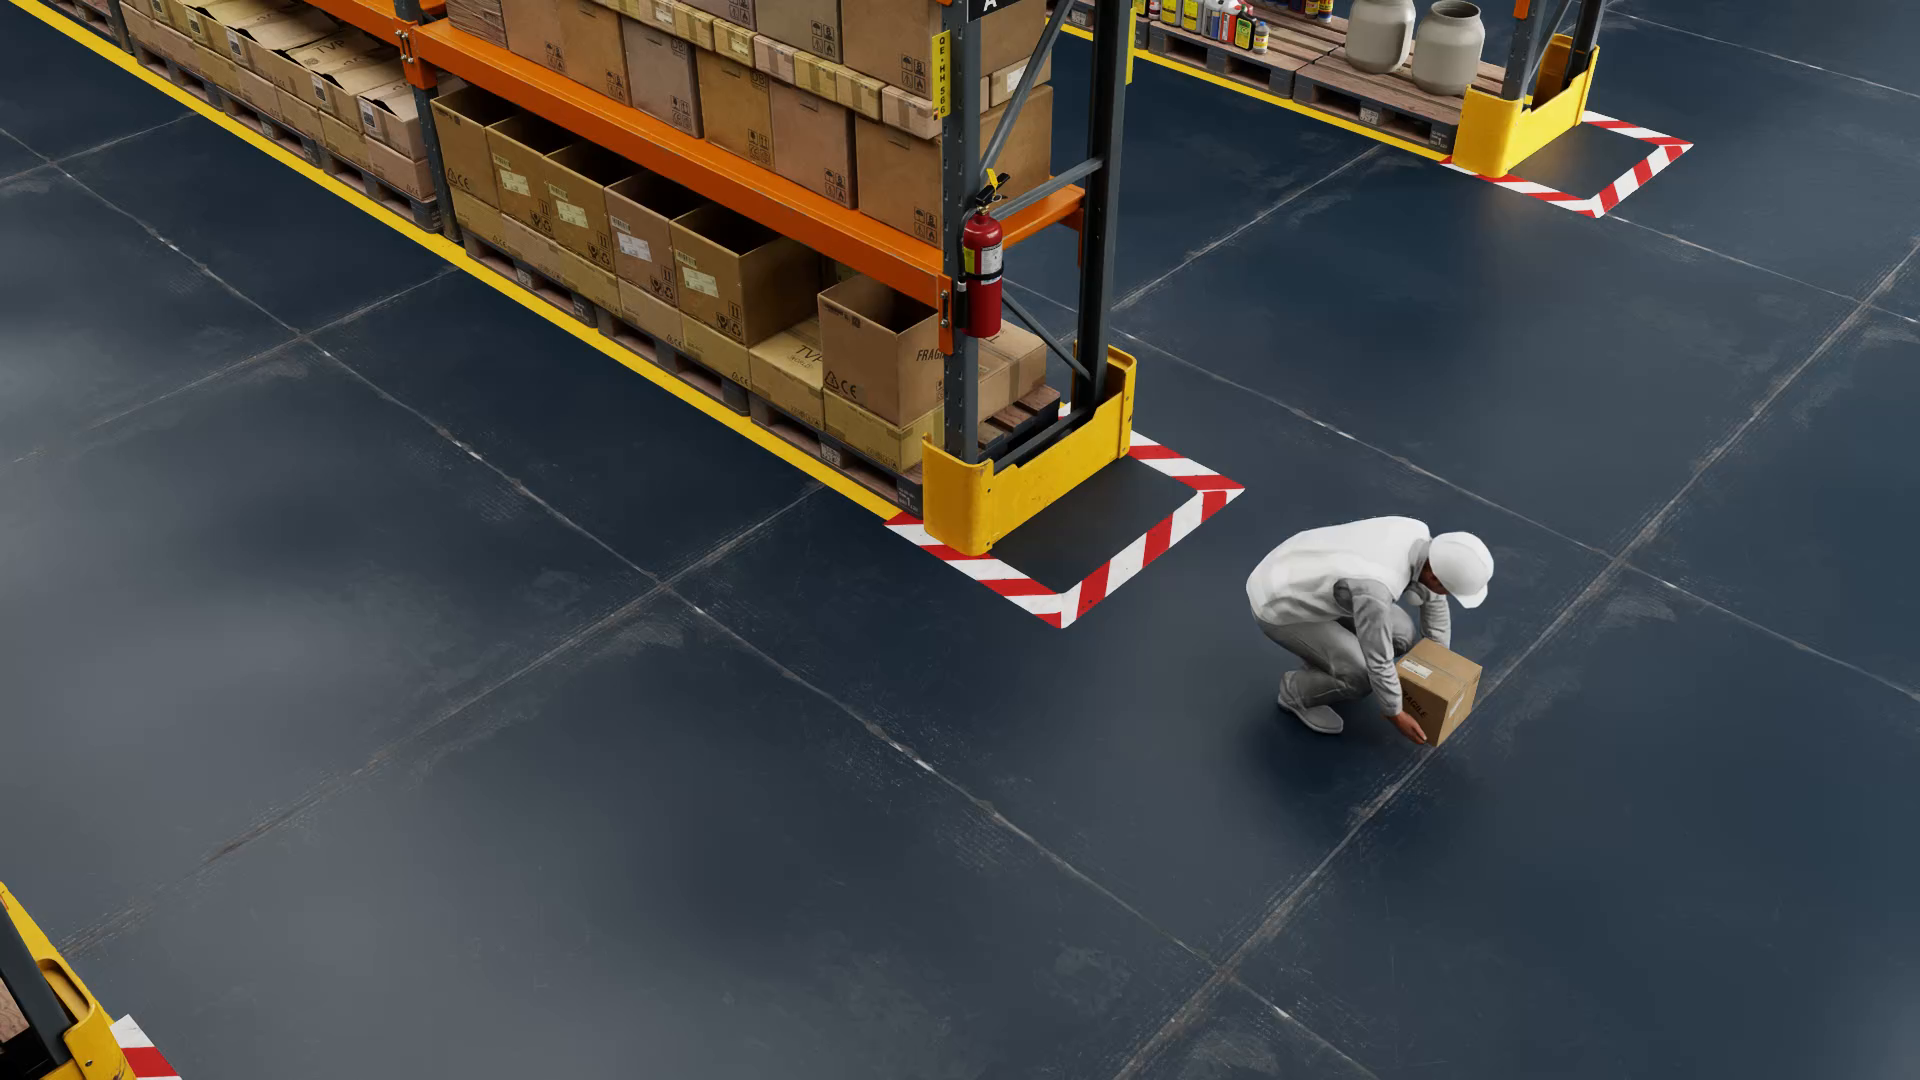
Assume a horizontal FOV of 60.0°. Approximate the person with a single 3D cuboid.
[{"bbox_3d":[1.551,0.272,6.401,0.870,1.019,0.530,30,48,32],"label":"person"}]
